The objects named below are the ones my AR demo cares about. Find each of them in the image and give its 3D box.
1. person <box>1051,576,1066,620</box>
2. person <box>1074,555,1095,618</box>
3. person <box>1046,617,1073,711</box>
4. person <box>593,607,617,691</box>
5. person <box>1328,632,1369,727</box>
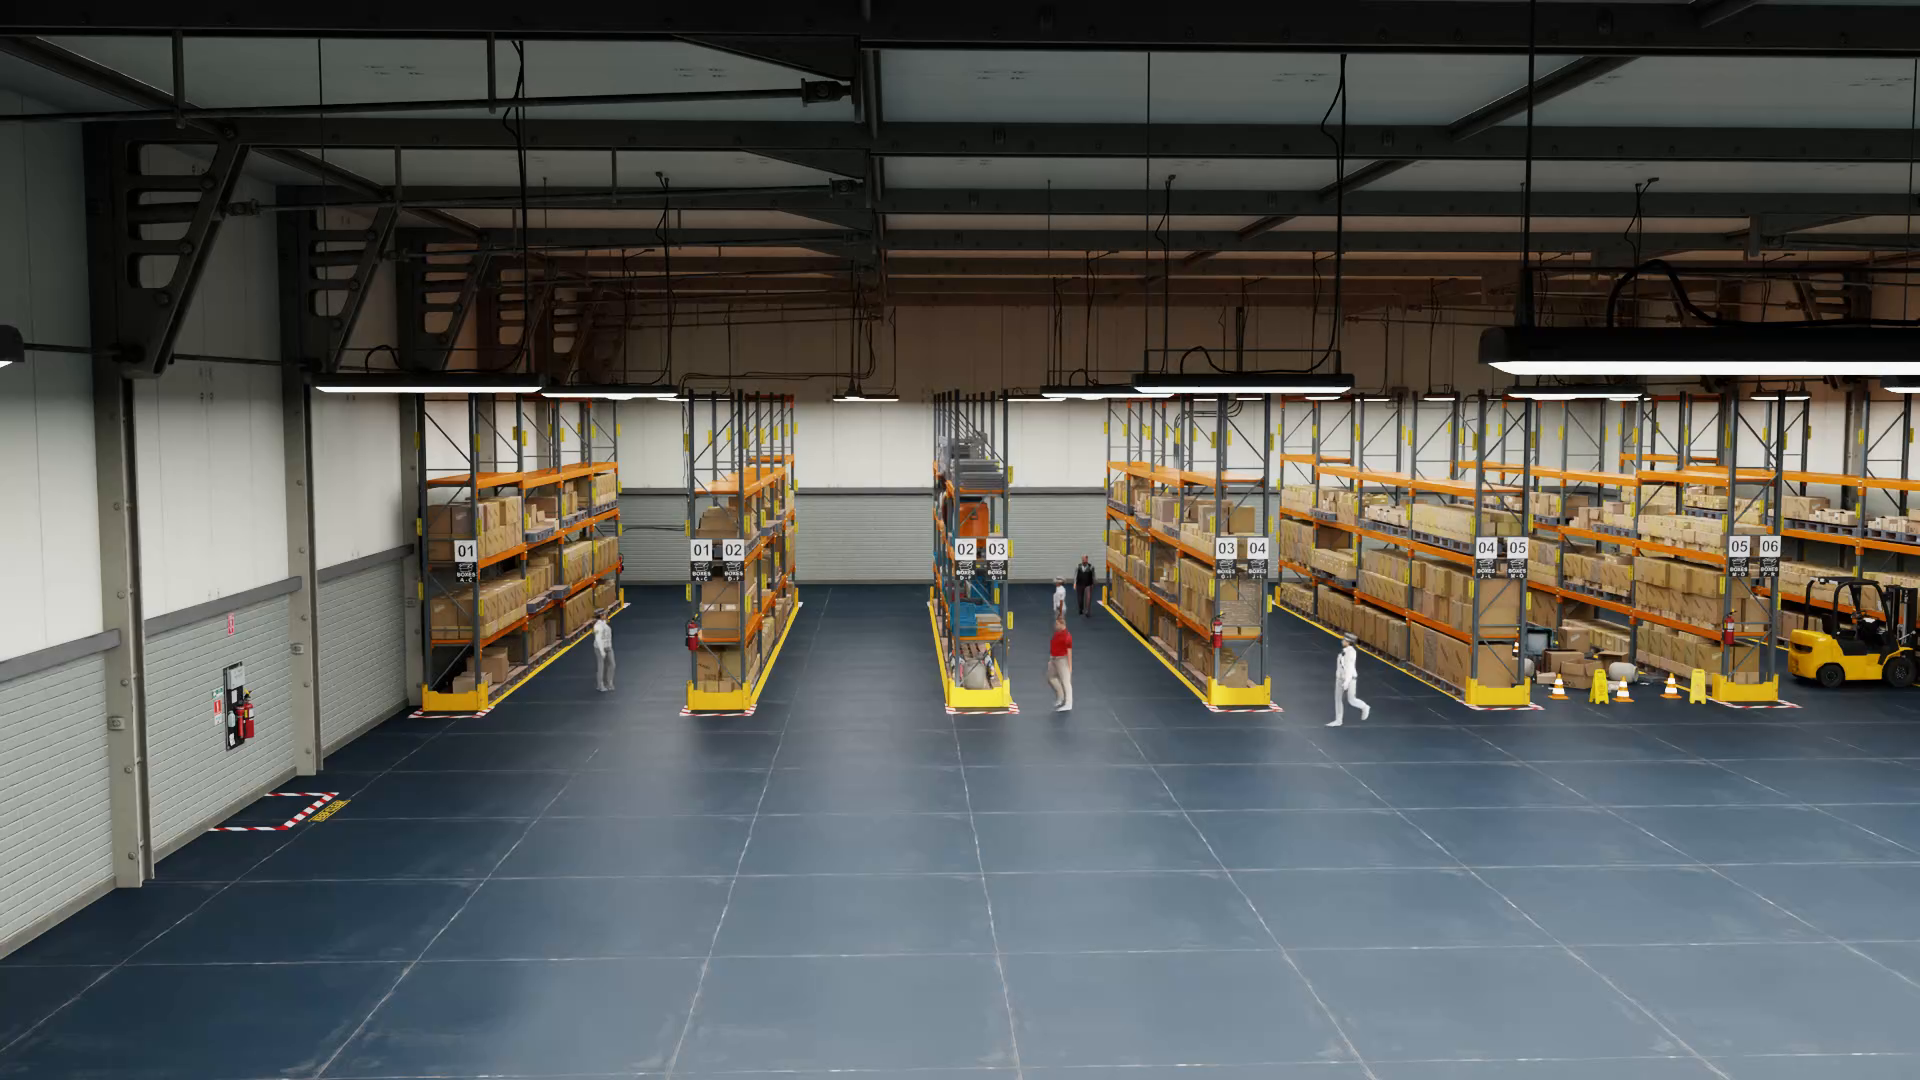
[{"bbox_3d":[2.303,1.670,38.755,0.344,1.687,0.536,0,5,0],"label":"person"},{"bbox_3d":[3.350,1.235,44.741,0.595,1.685,0.977,0,5,2],"label":"person"},{"bbox_3d":[1.916,2.308,31.229,0.491,1.733,0.625,-4,6,-37],"label":"person"},{"bbox_3d":[-7.128,2.205,33.271,0.413,1.745,0.502,3,6,33],"label":"person"},{"bbox_3d":[6.937,2.472,29.603,0.737,1.676,0.444,-4,6,-37],"label":"person"}]
